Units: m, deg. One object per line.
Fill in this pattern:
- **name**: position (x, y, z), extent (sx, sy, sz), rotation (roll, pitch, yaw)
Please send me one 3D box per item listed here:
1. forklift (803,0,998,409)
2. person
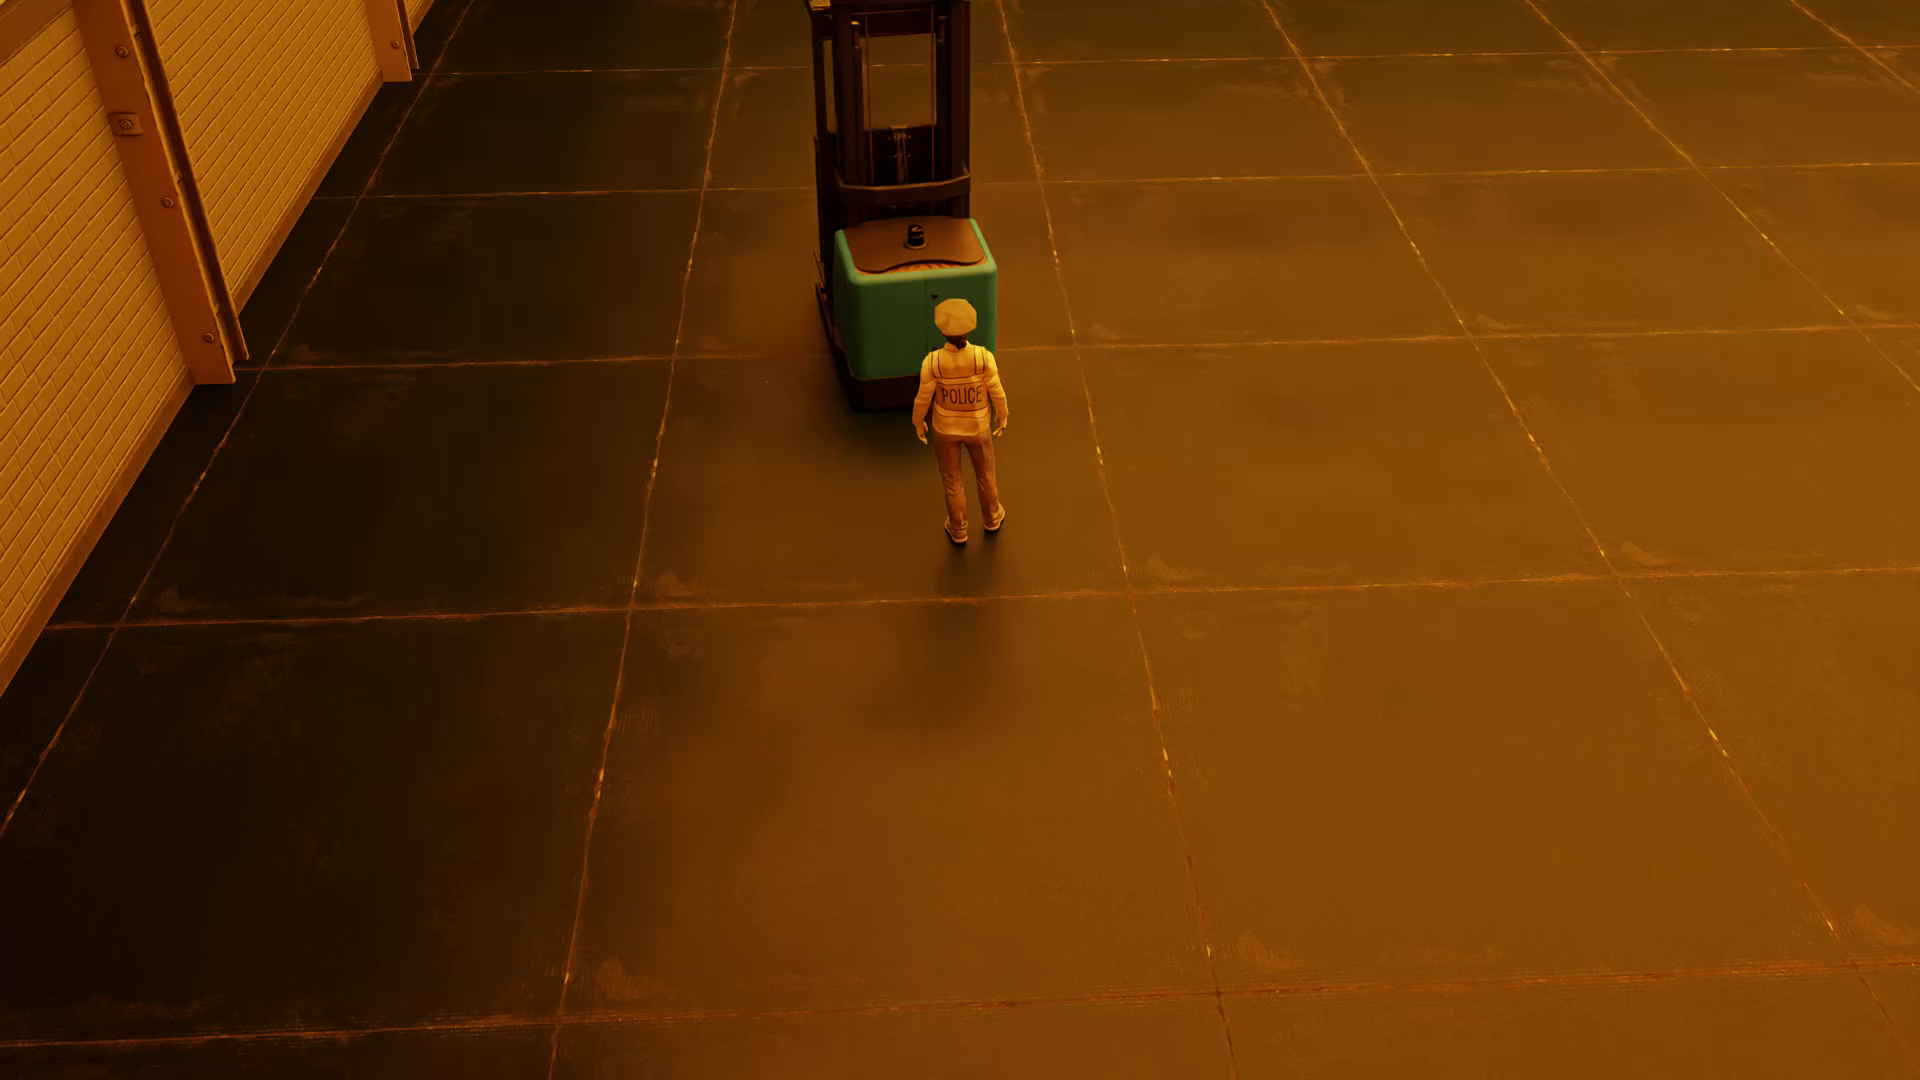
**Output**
- **forklift**: position (-0.521, -2.964, 12.079), extent (1.130, 2.935, 3.031), rotation (-7, 37, -9)
- **person**: position (0.003, -0.731, 10.052), extent (0.587, 1.695, 0.531), rotation (-2, 36, -2)
